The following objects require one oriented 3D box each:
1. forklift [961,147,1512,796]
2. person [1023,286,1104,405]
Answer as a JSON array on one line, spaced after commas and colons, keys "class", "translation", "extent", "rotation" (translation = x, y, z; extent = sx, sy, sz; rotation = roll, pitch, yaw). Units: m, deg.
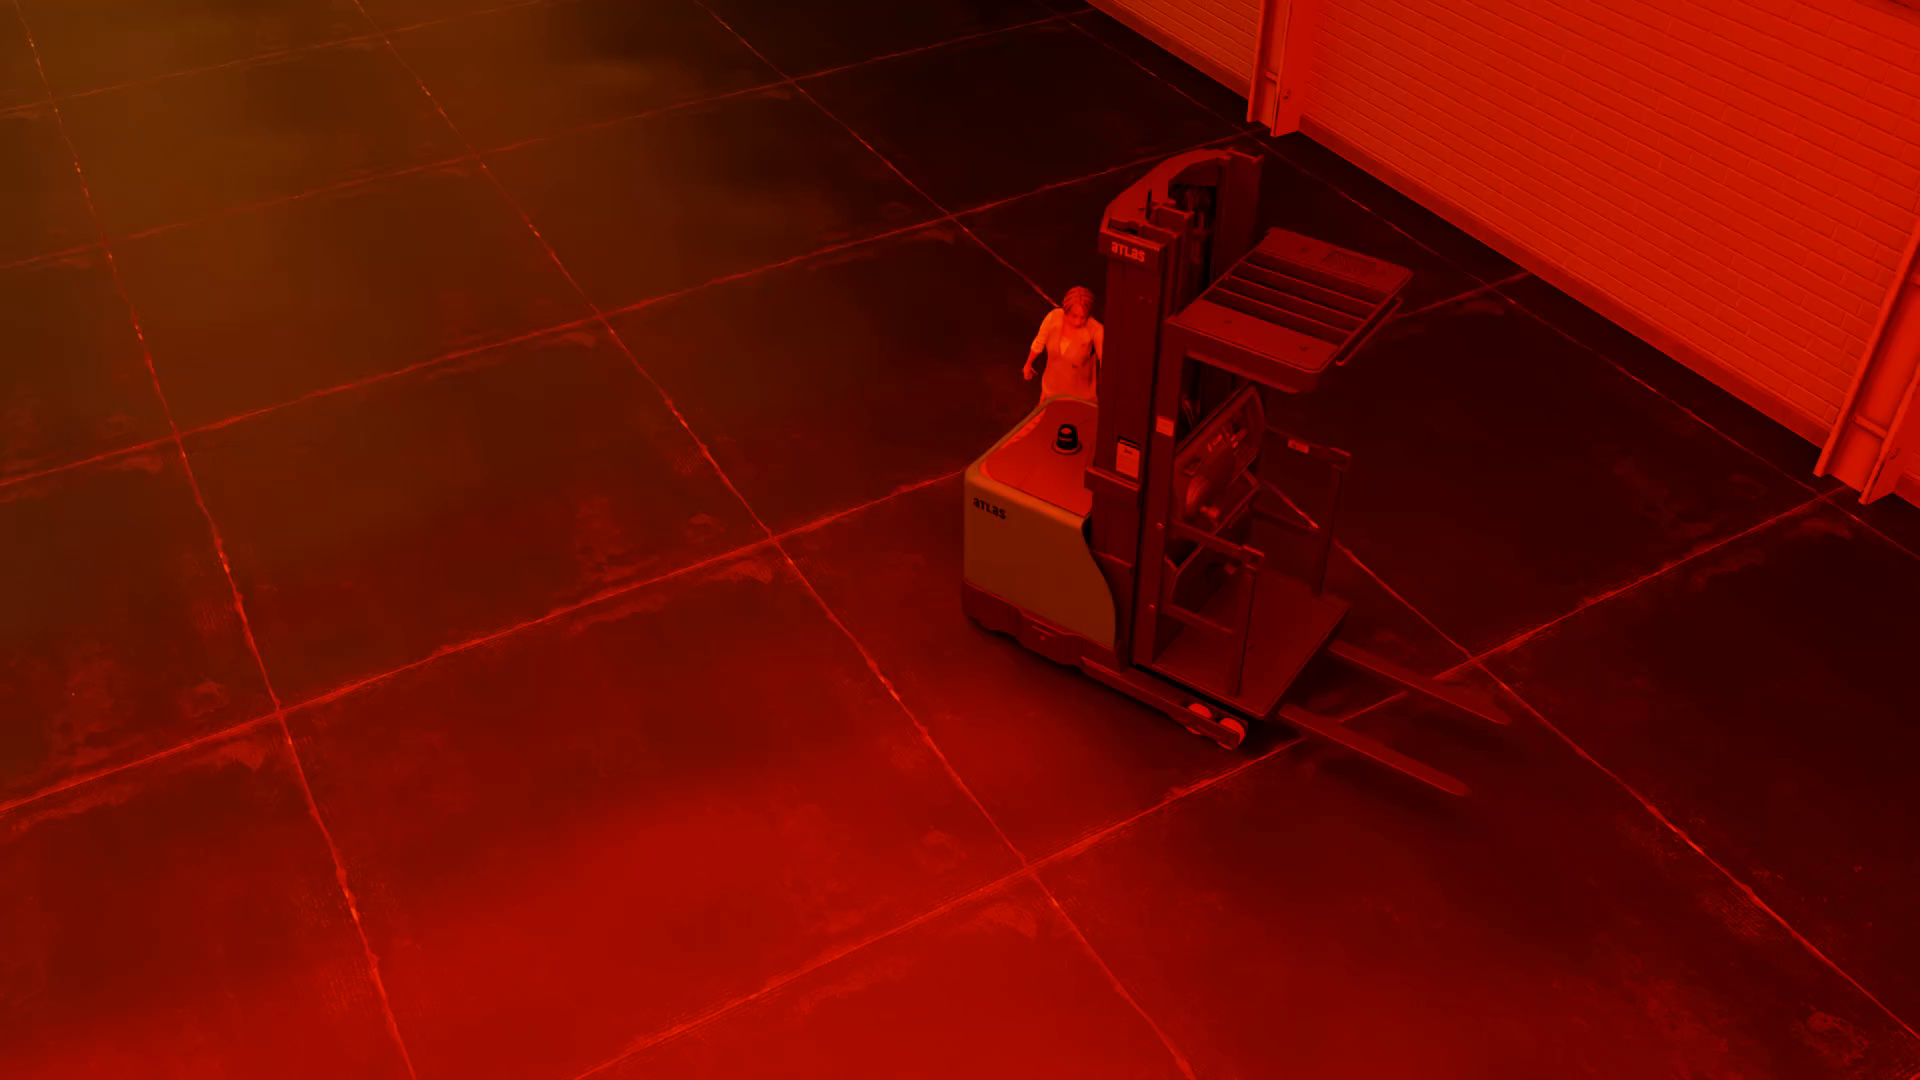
[{"class": "forklift", "translation": [1.507, -0.390, 8.506], "extent": [3.031, 2.935, 1.130], "rotation": [24, 45, 26]}, {"class": "person", "translation": [0.702, -0.920, 10.250], "extent": [0.742, 1.564, 0.405], "rotation": [21, 44, 23]}]
